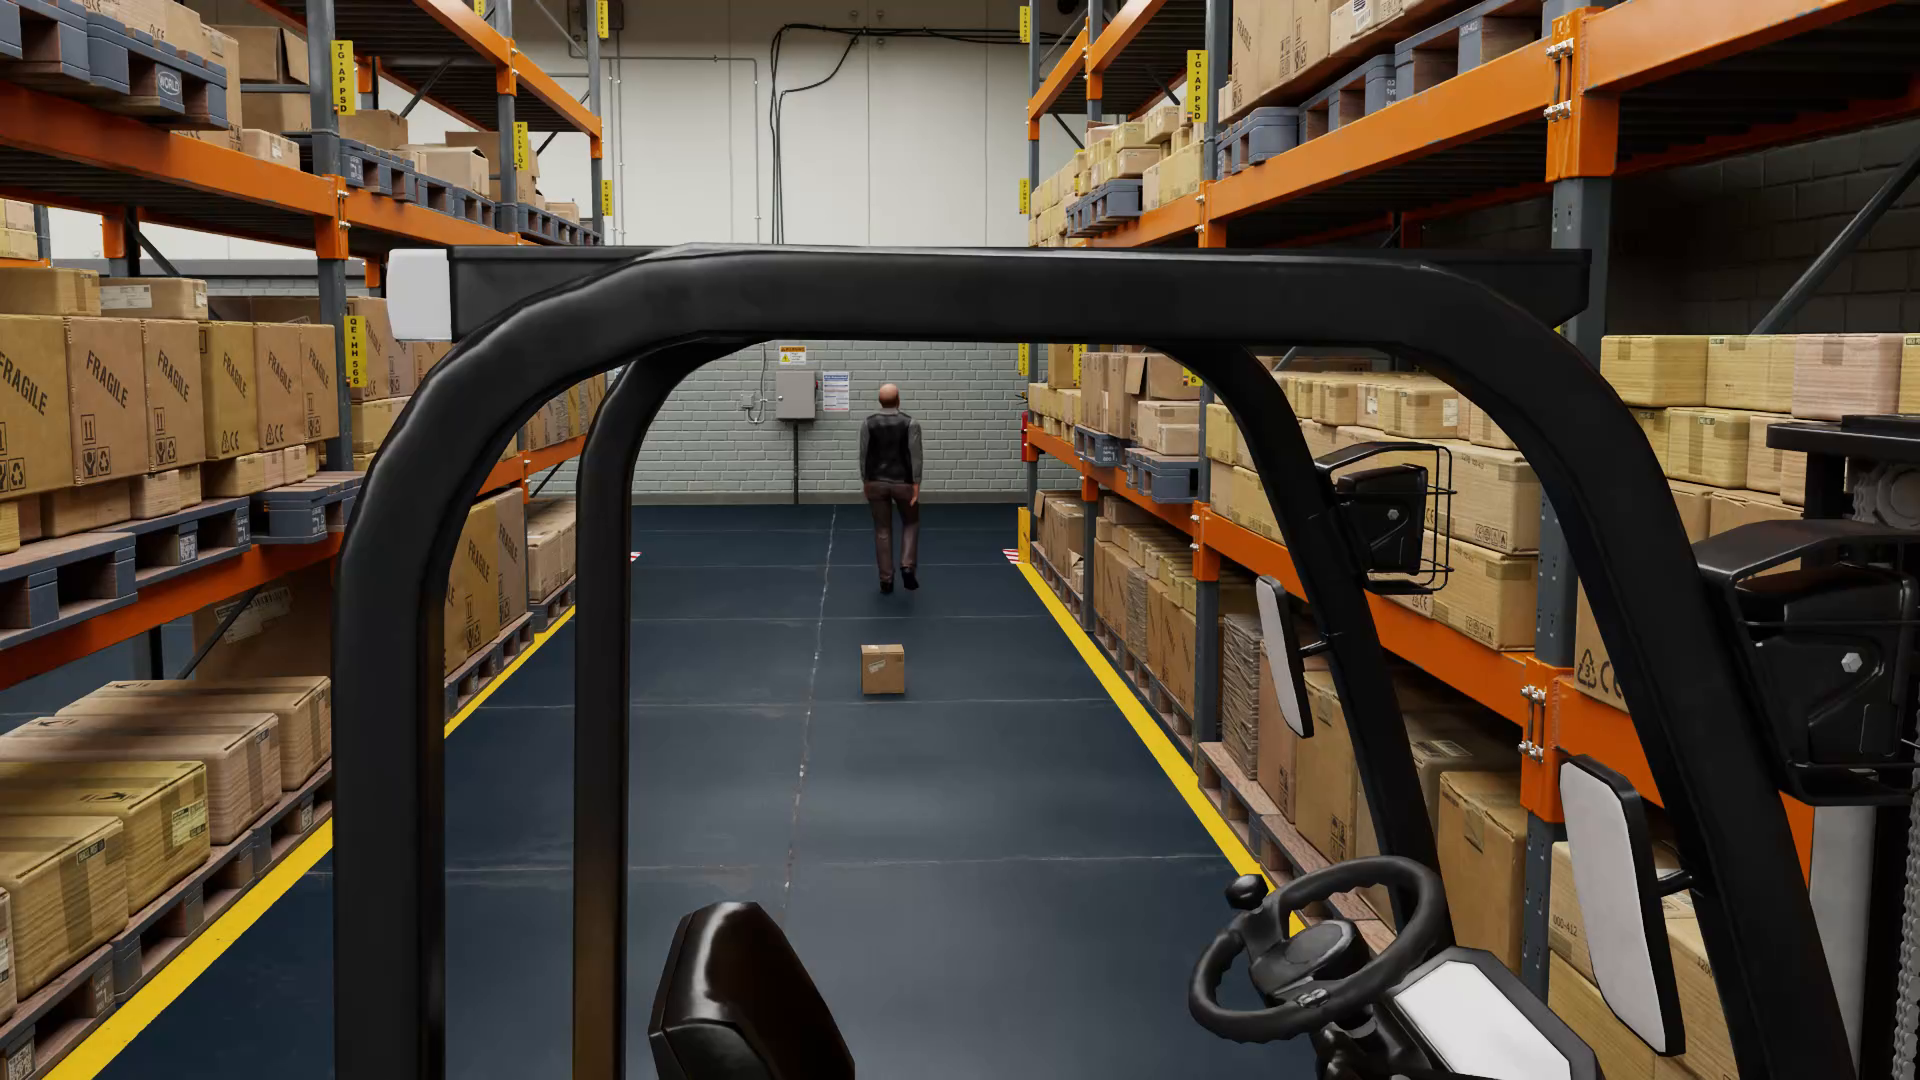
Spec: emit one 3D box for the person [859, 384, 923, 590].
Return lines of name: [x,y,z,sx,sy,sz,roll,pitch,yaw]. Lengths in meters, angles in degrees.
person: [-0.573,-0.434,13.962,0.537,1.756,0.478,0,7,0]
